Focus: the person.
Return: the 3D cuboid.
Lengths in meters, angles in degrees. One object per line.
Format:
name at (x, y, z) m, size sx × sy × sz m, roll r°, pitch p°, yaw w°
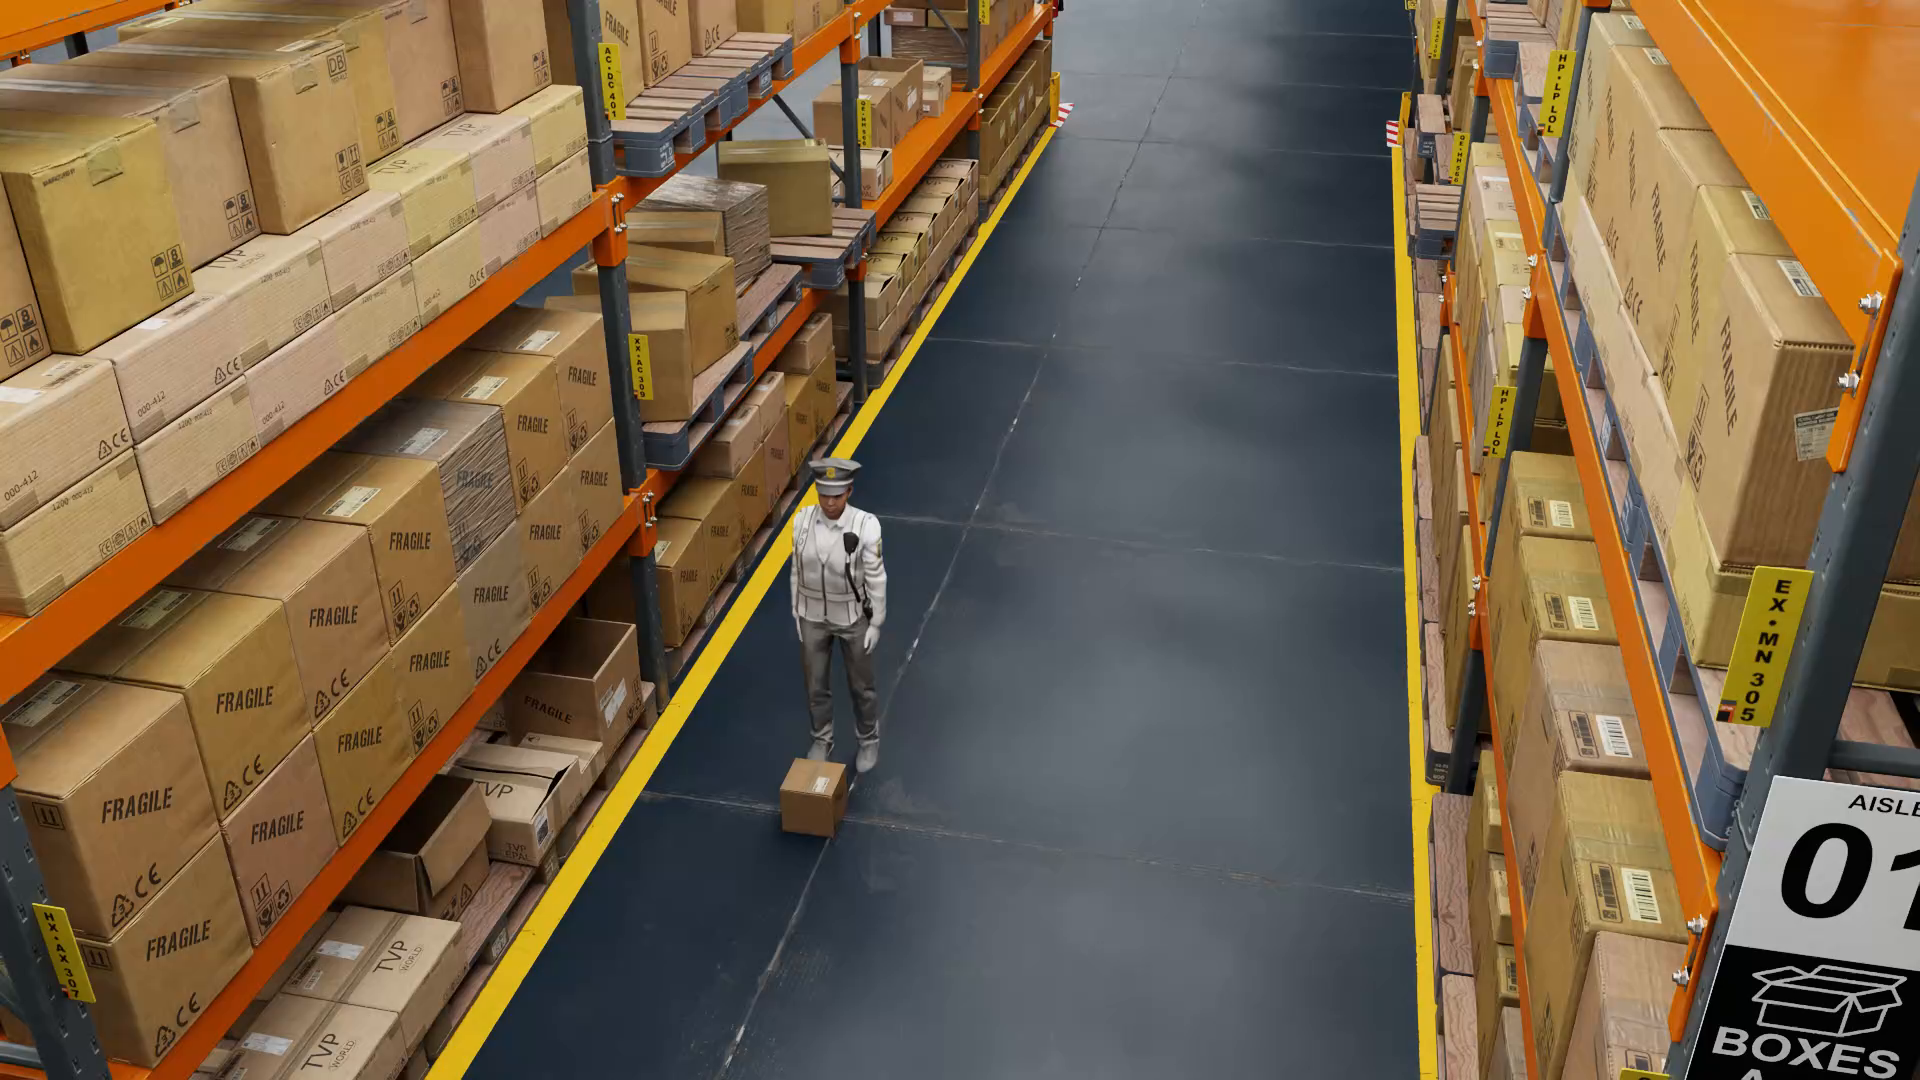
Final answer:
person at (-0.580, 0.388, 7.938) m, size 0.466 × 1.718 × 0.357 m, roll 7°, pitch 30°, yaw 12°
